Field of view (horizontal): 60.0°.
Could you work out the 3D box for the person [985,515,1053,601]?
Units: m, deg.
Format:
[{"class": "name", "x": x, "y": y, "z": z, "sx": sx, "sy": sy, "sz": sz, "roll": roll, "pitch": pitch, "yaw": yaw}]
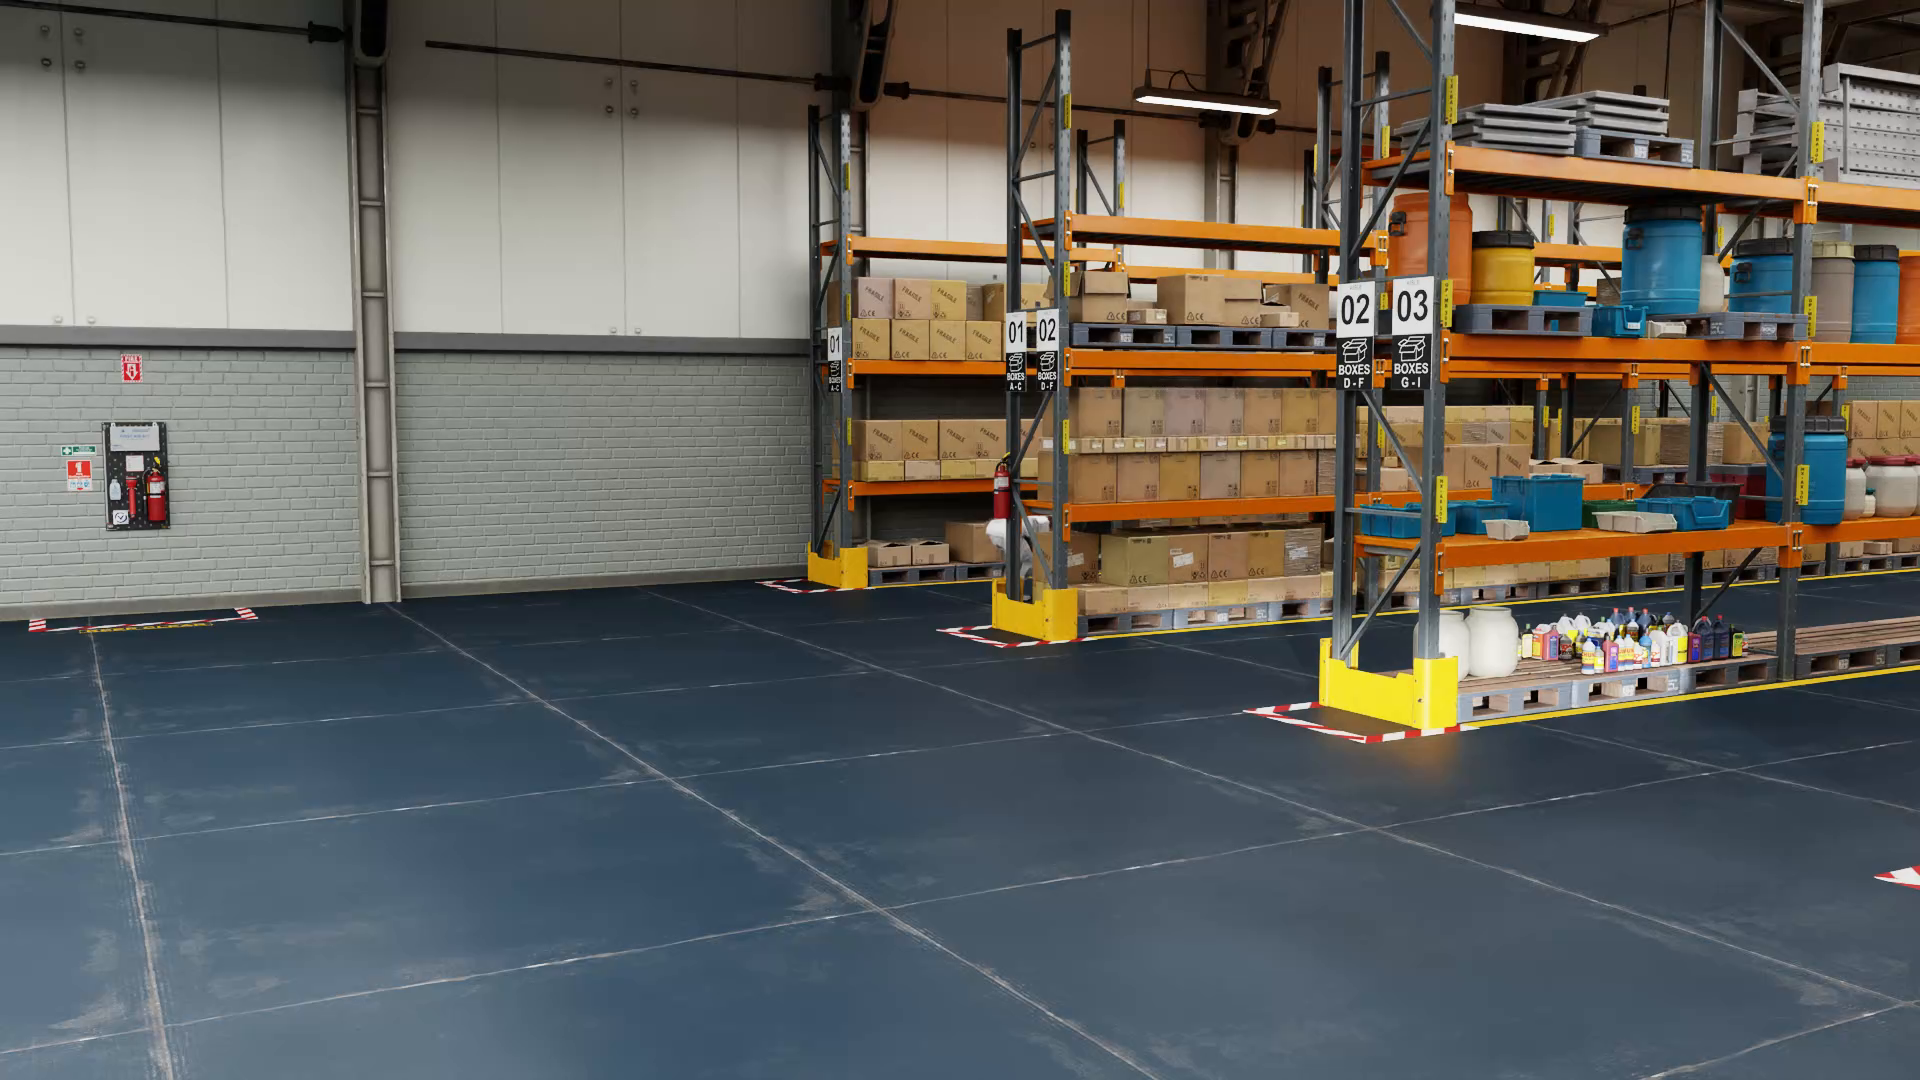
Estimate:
[{"class": "person", "x": 0.764, "y": 0.150, "z": 19.393, "sx": 0.977, "sy": 1.083, "sz": 0.531, "roll": -3, "pitch": 6, "yaw": -32}]
